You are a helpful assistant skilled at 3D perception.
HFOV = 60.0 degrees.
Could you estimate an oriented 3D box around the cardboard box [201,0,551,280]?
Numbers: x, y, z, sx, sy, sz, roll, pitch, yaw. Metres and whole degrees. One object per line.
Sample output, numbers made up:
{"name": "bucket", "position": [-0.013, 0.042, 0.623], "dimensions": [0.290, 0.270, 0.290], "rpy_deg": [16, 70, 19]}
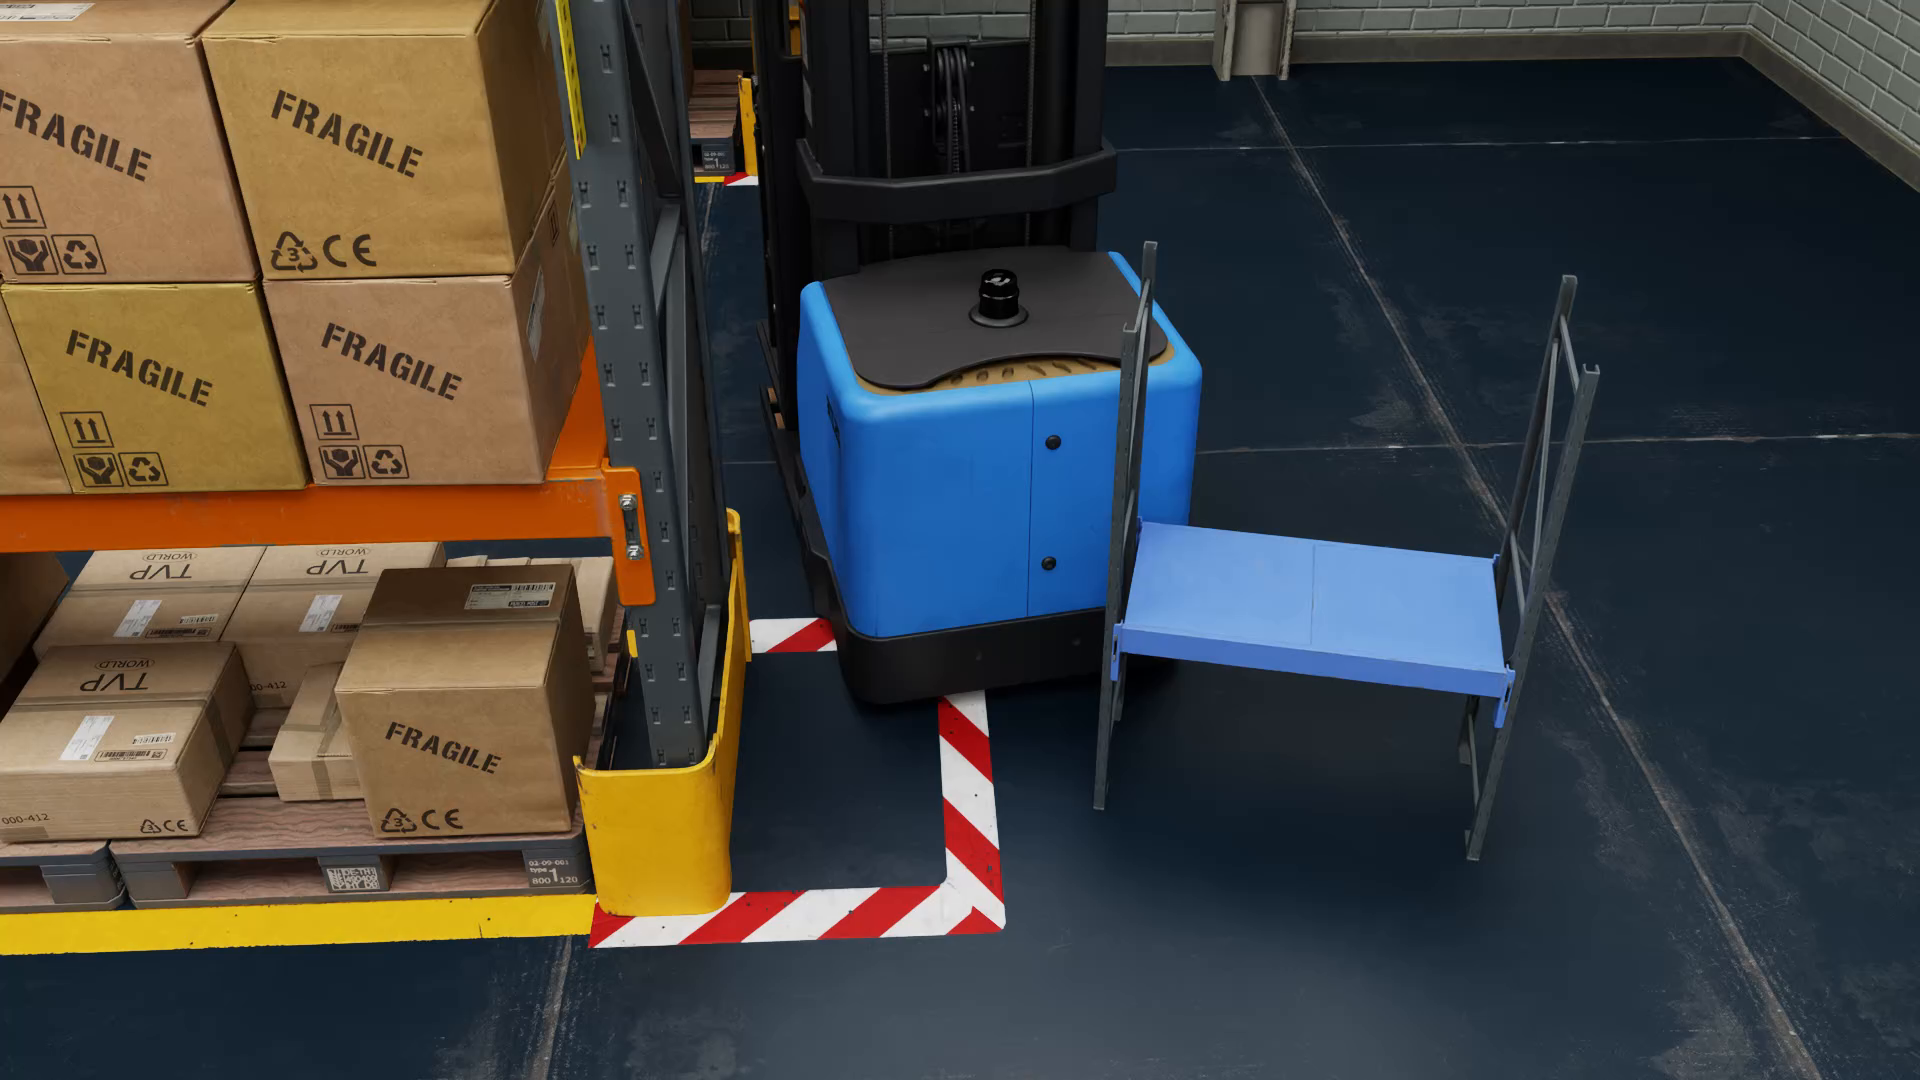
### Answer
{"name": "cardboard box", "position": [-1.161, -0.873, 3.409], "dimensions": [0.500, 0.500, 0.500], "rpy_deg": [-2, 35, -3]}

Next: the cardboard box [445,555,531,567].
{"name": "cardboard box", "position": [-1.413, 0.218, 4.902], "dimensions": [0.250, 0.166, 0.380], "rpy_deg": [-2, 35, -2]}

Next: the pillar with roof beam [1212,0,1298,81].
{"name": "pillar with roof beam", "position": [1.893, -3.989, 3.606], "dimensions": [0.400, 9.000, 9.100], "rpy_deg": [-2, 35, -2]}

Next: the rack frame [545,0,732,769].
{"name": "rack frame", "position": [-0.729, -0.589, 3.965], "dimensions": [0.127, 3.000, 1.000], "rpy_deg": [-2, 35, -2]}

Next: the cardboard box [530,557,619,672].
{"name": "cardboard box", "position": [-1.163, 0.219, 4.917], "dimensions": [0.250, 0.149, 0.380], "rpy_deg": [-2, 35, -2]}

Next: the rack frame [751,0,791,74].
{"name": "rack frame", "position": [-0.967, -3.405, 8.034], "dimensions": [0.127, 3.000, 1.000], "rpy_deg": [-2, 35, -2]}

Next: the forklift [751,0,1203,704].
{"name": "forklift", "position": [-0.143, -1.555, 5.421], "dimensions": [1.130, 2.935, 3.031], "rpy_deg": [-8, 35, -11]}

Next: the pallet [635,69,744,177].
{"name": "pallet", "position": [-1.762, -2.192, 8.732], "dimensions": [1.213, 0.211, 1.003], "rpy_deg": [-2, 35, -2]}

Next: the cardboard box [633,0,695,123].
{"name": "cardboard box", "position": [-1.662, -2.474, 8.516], "dimensions": [0.500, 0.500, 0.700], "rpy_deg": [-2, 35, -2]}

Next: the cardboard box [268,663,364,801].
{"name": "cardboard box", "position": [-1.669, 0.510, 4.481], "dimensions": [0.250, 0.166, 0.380], "rpy_deg": [-2, 35, -2]}

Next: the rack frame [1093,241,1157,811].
{"name": "rack frame", "position": [0.436, 0.001, 4.430], "dimensions": [0.032, 1.500, 0.500], "rpy_deg": [6, 35, 9]}

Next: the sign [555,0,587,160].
{"name": "sign", "position": [-0.723, -0.879, 3.089], "dimensions": [0.005, 0.325, 0.100], "rpy_deg": [-2, 35, -2]}

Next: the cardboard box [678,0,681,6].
{"name": "cardboard box", "position": [-1.546, -2.857, 8.501], "dimensions": [0.250, 0.149, 0.380], "rpy_deg": [-1, 35, -2]}

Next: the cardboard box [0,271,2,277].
{"name": "cardboard box", "position": [-2.183, -0.842, 3.364], "dimensions": [0.500, 0.500, 0.500], "rpy_deg": [-1, 35, -1]}

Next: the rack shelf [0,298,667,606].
{"name": "rack shelf", "position": [-2.727, -0.239, 4.092], "dimensions": [4.000, 0.370, 1.077], "rpy_deg": [-2, 35, -2]}

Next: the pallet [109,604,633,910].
{"name": "pallet", "position": [-1.601, 0.582, 4.724], "dimensions": [1.213, 0.211, 1.003], "rpy_deg": [-2, 35, -2]}

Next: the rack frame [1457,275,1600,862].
{"name": "rack frame", "position": [1.434, 0.112, 4.270], "dimensions": [0.032, 1.500, 0.500], "rpy_deg": [6, 35, 9]}

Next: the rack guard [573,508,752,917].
{"name": "rack guard", "position": [-0.805, 0.441, 4.673], "dimensions": [0.348, 0.500, 1.175], "rpy_deg": [-2, 35, -2]}

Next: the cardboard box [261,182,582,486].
{"name": "cardboard box", "position": [-1.163, -0.463, 3.695], "dimensions": [0.500, 0.500, 0.500], "rpy_deg": [-1, 35, -1]}

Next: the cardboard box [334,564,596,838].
{"name": "cardboard box", "position": [-1.260, 0.413, 4.328], "dimensions": [0.500, 0.500, 0.500], "rpy_deg": [-2, 35, -2]}

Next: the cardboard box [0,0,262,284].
{"name": "cardboard box", "position": [-1.665, -0.859, 3.388], "dimensions": [0.500, 0.500, 0.500], "rpy_deg": [-1, 35, -1]}

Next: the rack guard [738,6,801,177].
{"name": "rack guard", "position": [-0.943, -2.377, 8.746], "dimensions": [0.348, 0.500, 1.175], "rpy_deg": [-2, 35, -2]}

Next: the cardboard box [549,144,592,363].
{"name": "cardboard box", "position": [-1.185, -0.768, 4.136], "dimensions": [0.500, 0.500, 0.500], "rpy_deg": [-1, 35, -1]}

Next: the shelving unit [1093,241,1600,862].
{"name": "shelving unit", "position": [0.935, 0.057, 4.350], "dimensions": [1.048, 1.500, 0.538], "rpy_deg": [6, 35, 9]}

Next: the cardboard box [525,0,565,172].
{"name": "cardboard box", "position": [-1.185, -1.179, 3.851], "dimensions": [0.500, 0.500, 0.500], "rpy_deg": [-1, 35, -1]}

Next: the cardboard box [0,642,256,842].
{"name": "cardboard box", "position": [-2.211, 0.524, 4.386], "dimensions": [0.500, 0.250, 0.500], "rpy_deg": [-2, 35, -2]}

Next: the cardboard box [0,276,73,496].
{"name": "cardboard box", "position": [-2.180, -0.437, 3.657], "dimensions": [0.500, 0.500, 0.500], "rpy_deg": [-1, 35, -2]}

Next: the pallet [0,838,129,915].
{"name": "pallet", "position": [-2.817, 0.613, 4.679], "dimensions": [1.213, 0.211, 1.003], "rpy_deg": [-2, 35, -2]}

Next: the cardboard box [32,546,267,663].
{"name": "cardboard box", "position": [-2.284, 0.241, 4.795], "dimensions": [0.500, 0.250, 0.500], "rpy_deg": [-2, 35, -2]}

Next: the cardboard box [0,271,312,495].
{"name": "cardboard box", "position": [-1.681, -0.447, 3.672], "dimensions": [0.500, 0.500, 0.500], "rpy_deg": [-1, 35, -2]}

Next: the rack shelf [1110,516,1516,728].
{"name": "rack shelf", "position": [0.935, 0.205, 4.452], "dimensions": [1.000, 0.185, 0.538], "rpy_deg": [6, 35, 9]}

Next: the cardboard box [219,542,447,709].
{"name": "cardboard box", "position": [-1.785, 0.228, 4.815], "dimensions": [0.500, 0.250, 0.500], "rpy_deg": [-2, 35, -2]}

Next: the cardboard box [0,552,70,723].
{"name": "cardboard box", "position": [-2.848, 0.311, 4.472], "dimensions": [0.637, 0.503, 0.797], "rpy_deg": [-2, 35, -2]}
